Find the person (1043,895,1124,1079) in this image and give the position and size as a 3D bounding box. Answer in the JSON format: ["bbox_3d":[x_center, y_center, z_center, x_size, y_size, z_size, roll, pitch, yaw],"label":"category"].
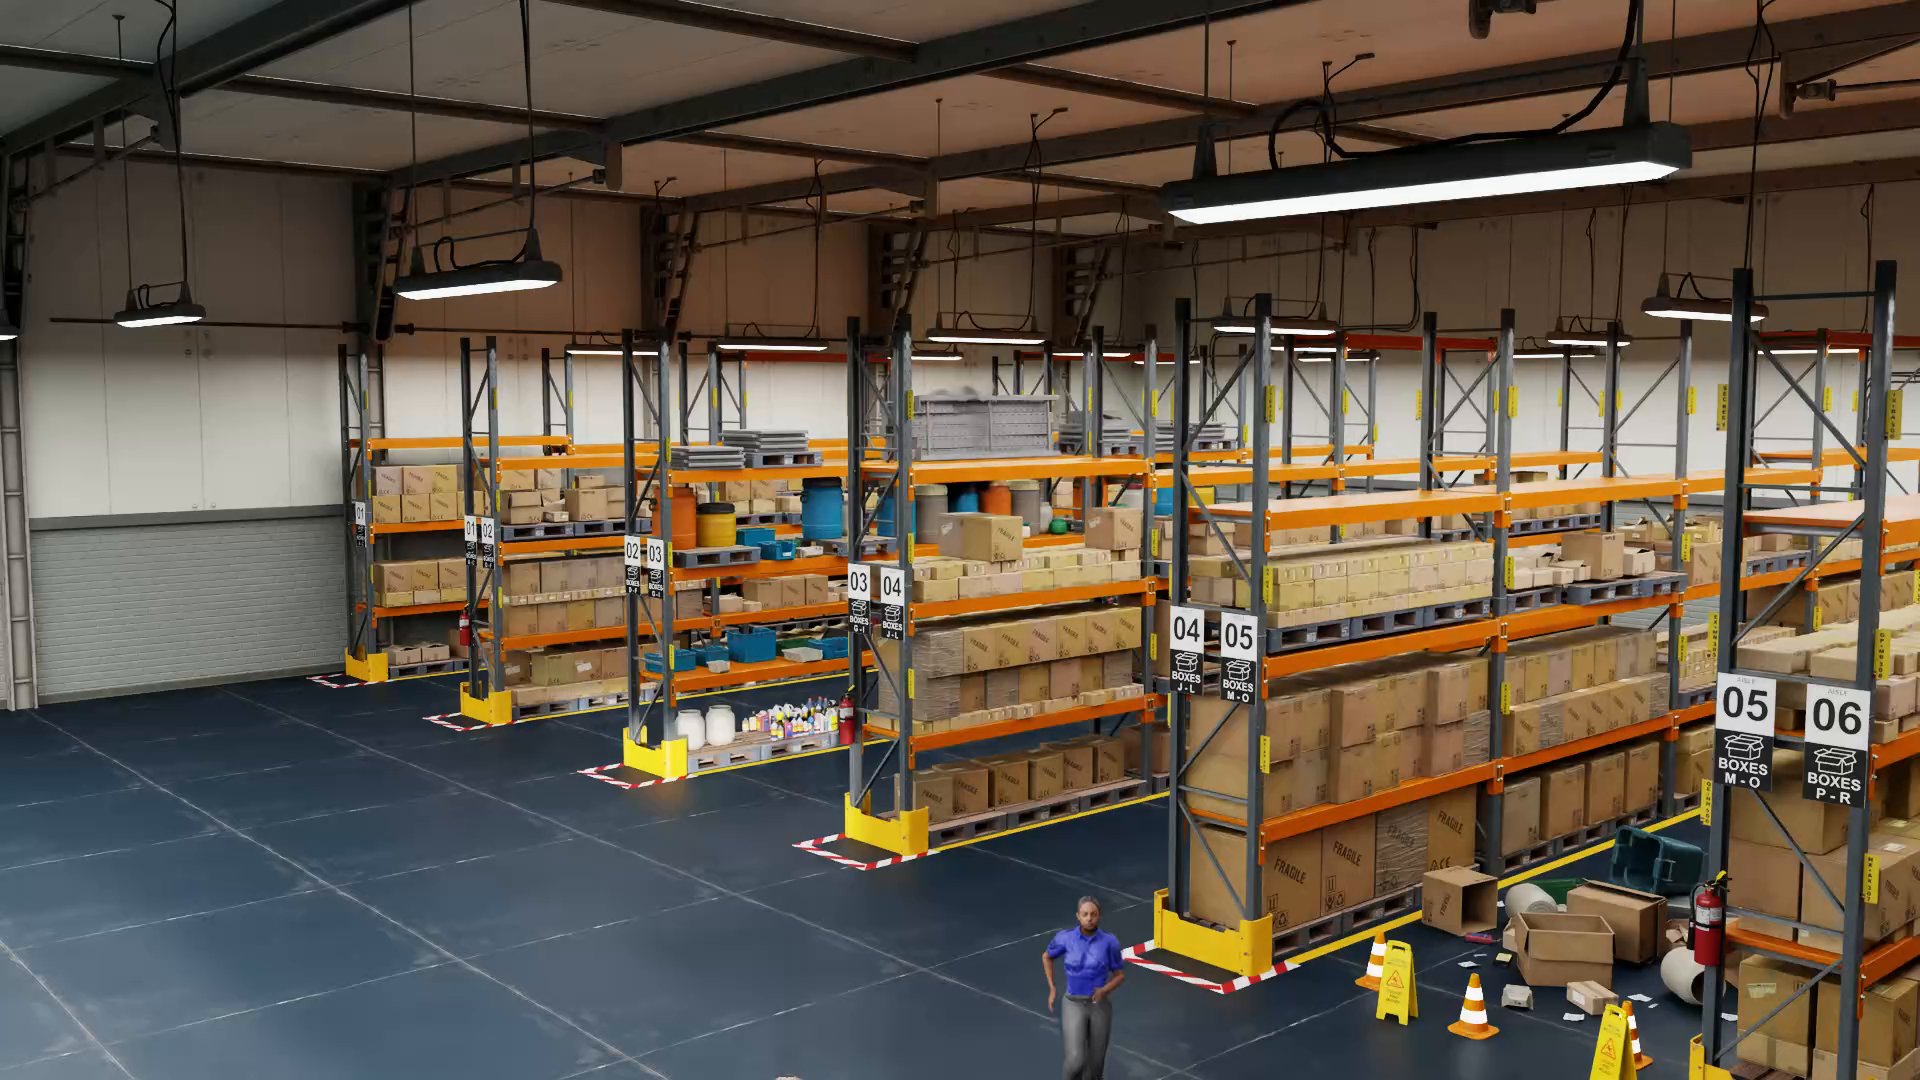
[{"bbox_3d":[0.877,3.302,11.636,0.551,1.620,0.626,0,5,-3],"label":"person"}]

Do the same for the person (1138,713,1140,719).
[{"bbox_3d":[2.792,1.812,25.143,0.526,1.761,0.784,4,7,41],"label":"person"}]
